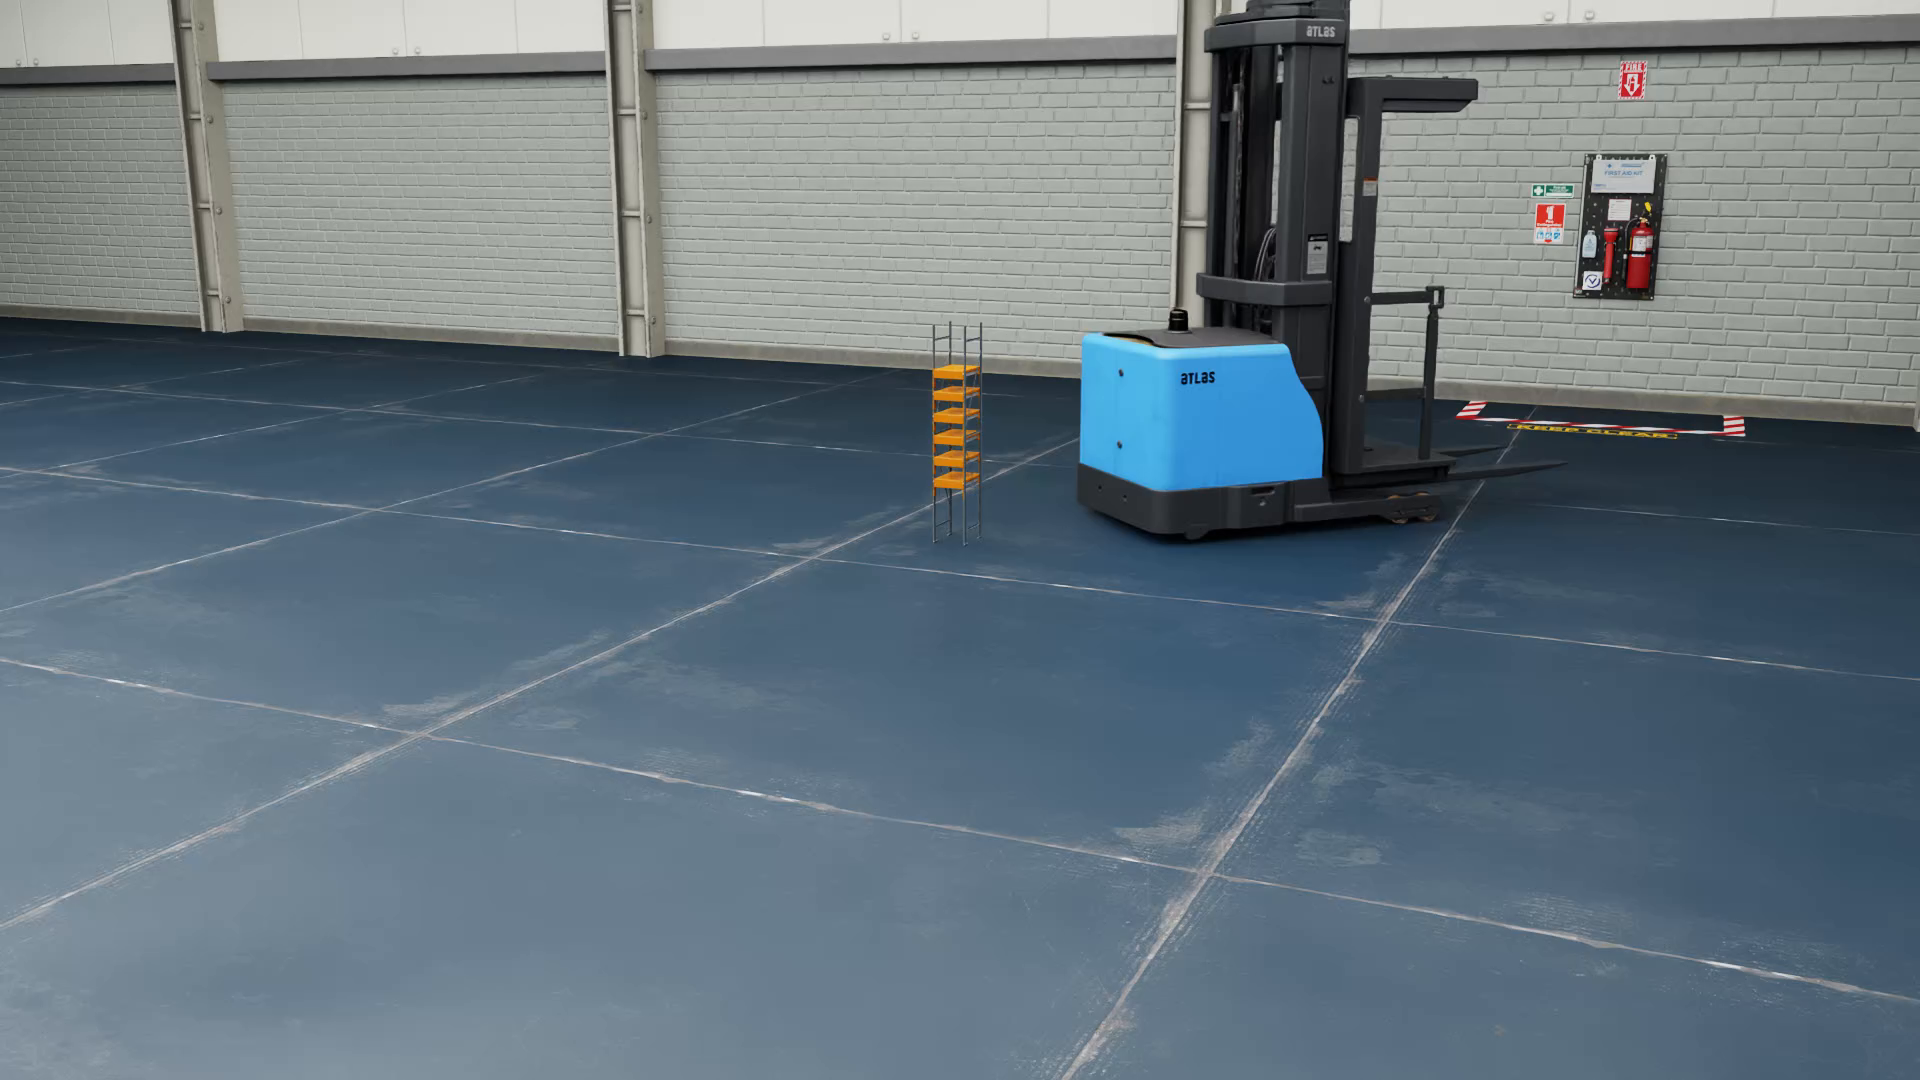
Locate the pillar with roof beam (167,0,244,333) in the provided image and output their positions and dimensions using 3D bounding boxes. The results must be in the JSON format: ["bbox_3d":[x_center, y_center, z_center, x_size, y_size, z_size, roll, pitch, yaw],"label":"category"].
[{"bbox_3d":[-10.586,-5.996,15.109,0.400,9.000,9.100,6,14,23],"label":"pillar with roof beam"}]

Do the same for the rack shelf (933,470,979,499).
[{"bbox_3d":[-0.013,-0.309,9.188,0.180,0.103,0.258,6,14,23],"label":"rack shelf"}]

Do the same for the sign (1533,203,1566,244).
[{"bbox_3d":[4.908,-2.636,13.842,0.234,0.329,0.001,6,14,23],"label":"sign"}]

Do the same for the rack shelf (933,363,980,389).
[{"bbox_3d":[-0.013,-0.893,9.051,0.180,0.103,0.258,6,14,23],"label":"rack shelf"}]

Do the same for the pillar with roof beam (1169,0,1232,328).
[{"bbox_3d":[0.386,-4.886,10.377,0.400,9.000,9.100,6,14,23],"label":"pillar with roof beam"}]

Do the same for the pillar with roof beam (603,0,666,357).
[{"bbox_3d":[-5.100,-5.441,12.743,0.400,9.000,9.100,6,14,23],"label":"pillar with roof beam"}]

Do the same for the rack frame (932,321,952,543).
[{"bbox_3d":[-0.097,-0.594,9.160,0.006,1.200,0.240,6,14,23],"label":"rack frame"}]

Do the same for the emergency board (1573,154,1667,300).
[{"bbox_3d":[5.372,-2.545,13.537,0.643,1.169,0.194,6,14,23],"label":"emergency board"}]

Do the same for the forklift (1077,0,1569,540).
[{"bbox_3d":[2.263,-1.625,9.763,3.031,2.935,1.130,-6,14,-22],"label":"forklift"}]

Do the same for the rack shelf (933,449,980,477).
[{"bbox_3d":[-0.013,-0.425,9.161,0.180,0.103,0.258,6,14,23],"label":"rack shelf"}]

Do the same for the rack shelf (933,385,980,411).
[{"bbox_3d":[-0.013,-0.776,9.079,0.180,0.103,0.258,6,14,23],"label":"rack shelf"}]

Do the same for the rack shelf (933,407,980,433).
[{"bbox_3d":[-0.013,-0.659,9.106,0.180,0.103,0.258,6,14,23],"label":"rack shelf"}]

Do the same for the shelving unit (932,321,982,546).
[{"bbox_3d":[-0.013,-0.585,9.123,0.189,1.200,0.258,6,14,23],"label":"shelving unit"}]

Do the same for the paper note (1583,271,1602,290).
[{"bbox_3d":[5.238,-2.147,13.769,0.142,0.148,0.016,6,14,23],"label":"paper note"}]

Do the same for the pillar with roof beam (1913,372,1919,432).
[{"bbox_3d":[5.872,-4.330,8.011,0.400,9.000,9.100,6,14,23],"label":"pillar with roof beam"}]

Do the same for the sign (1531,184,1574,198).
[{"bbox_3d":[4.908,-2.891,13.772,0.331,0.109,0.001,6,14,23],"label":"sign"}]

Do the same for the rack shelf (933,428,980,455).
[{"bbox_3d":[-0.013,-0.542,9.134,0.180,0.103,0.258,6,14,23],"label":"rack shelf"}]

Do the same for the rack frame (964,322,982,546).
[{"bbox_3d":[0.070,-0.577,9.087,0.006,1.200,0.240,6,14,23],"label":"rack frame"}]

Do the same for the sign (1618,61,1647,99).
[{"bbox_3d":[5.405,-3.696,13.364,0.199,0.298,0.001,6,14,23],"label":"sign"}]
